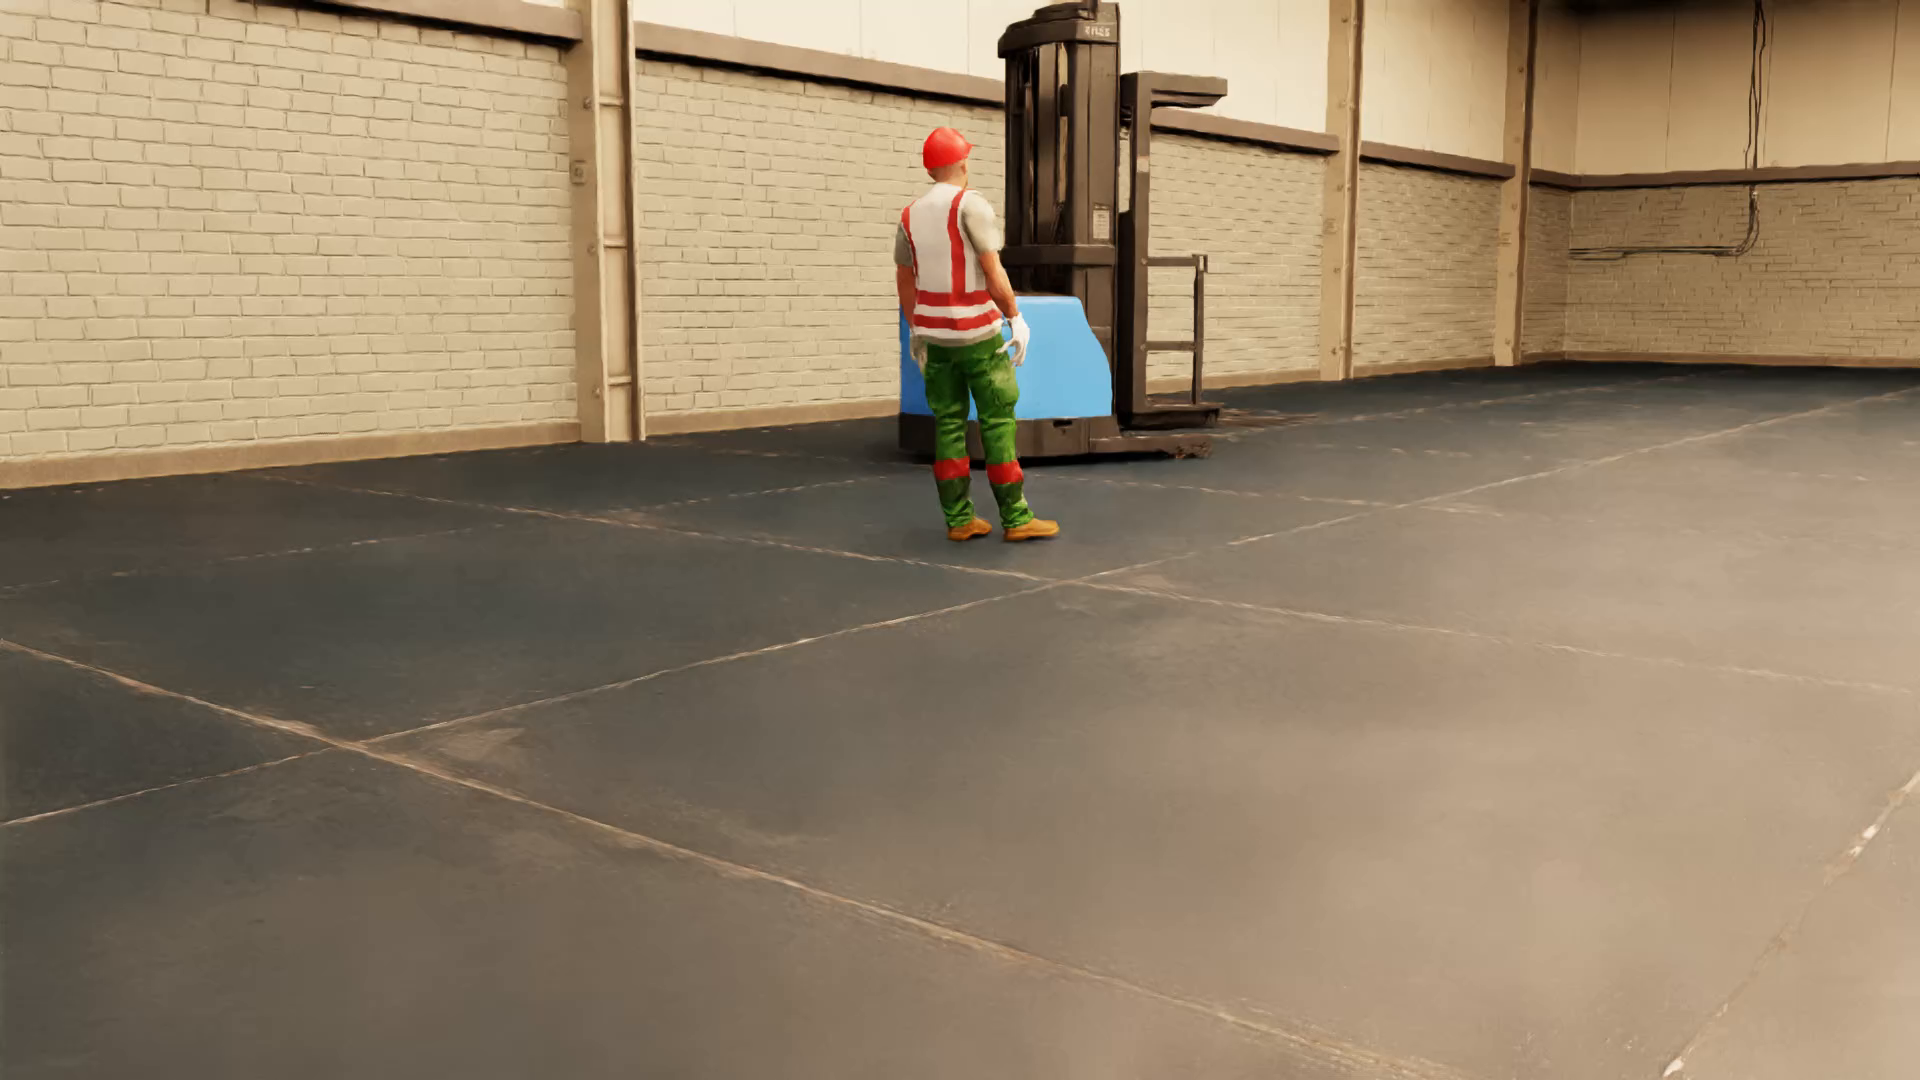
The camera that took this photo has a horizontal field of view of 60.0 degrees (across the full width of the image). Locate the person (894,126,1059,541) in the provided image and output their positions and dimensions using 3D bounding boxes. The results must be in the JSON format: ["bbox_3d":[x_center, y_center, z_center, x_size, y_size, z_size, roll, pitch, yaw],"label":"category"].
[{"bbox_3d":[0.059,-0.900,7.329,0.637,1.787,0.563,7,11,38],"label":"person"}]

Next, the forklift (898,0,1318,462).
[{"bbox_3d":[1.115,-2.055,11.325,3.031,2.935,1.130,-5,10,-31],"label":"forklift"}]
